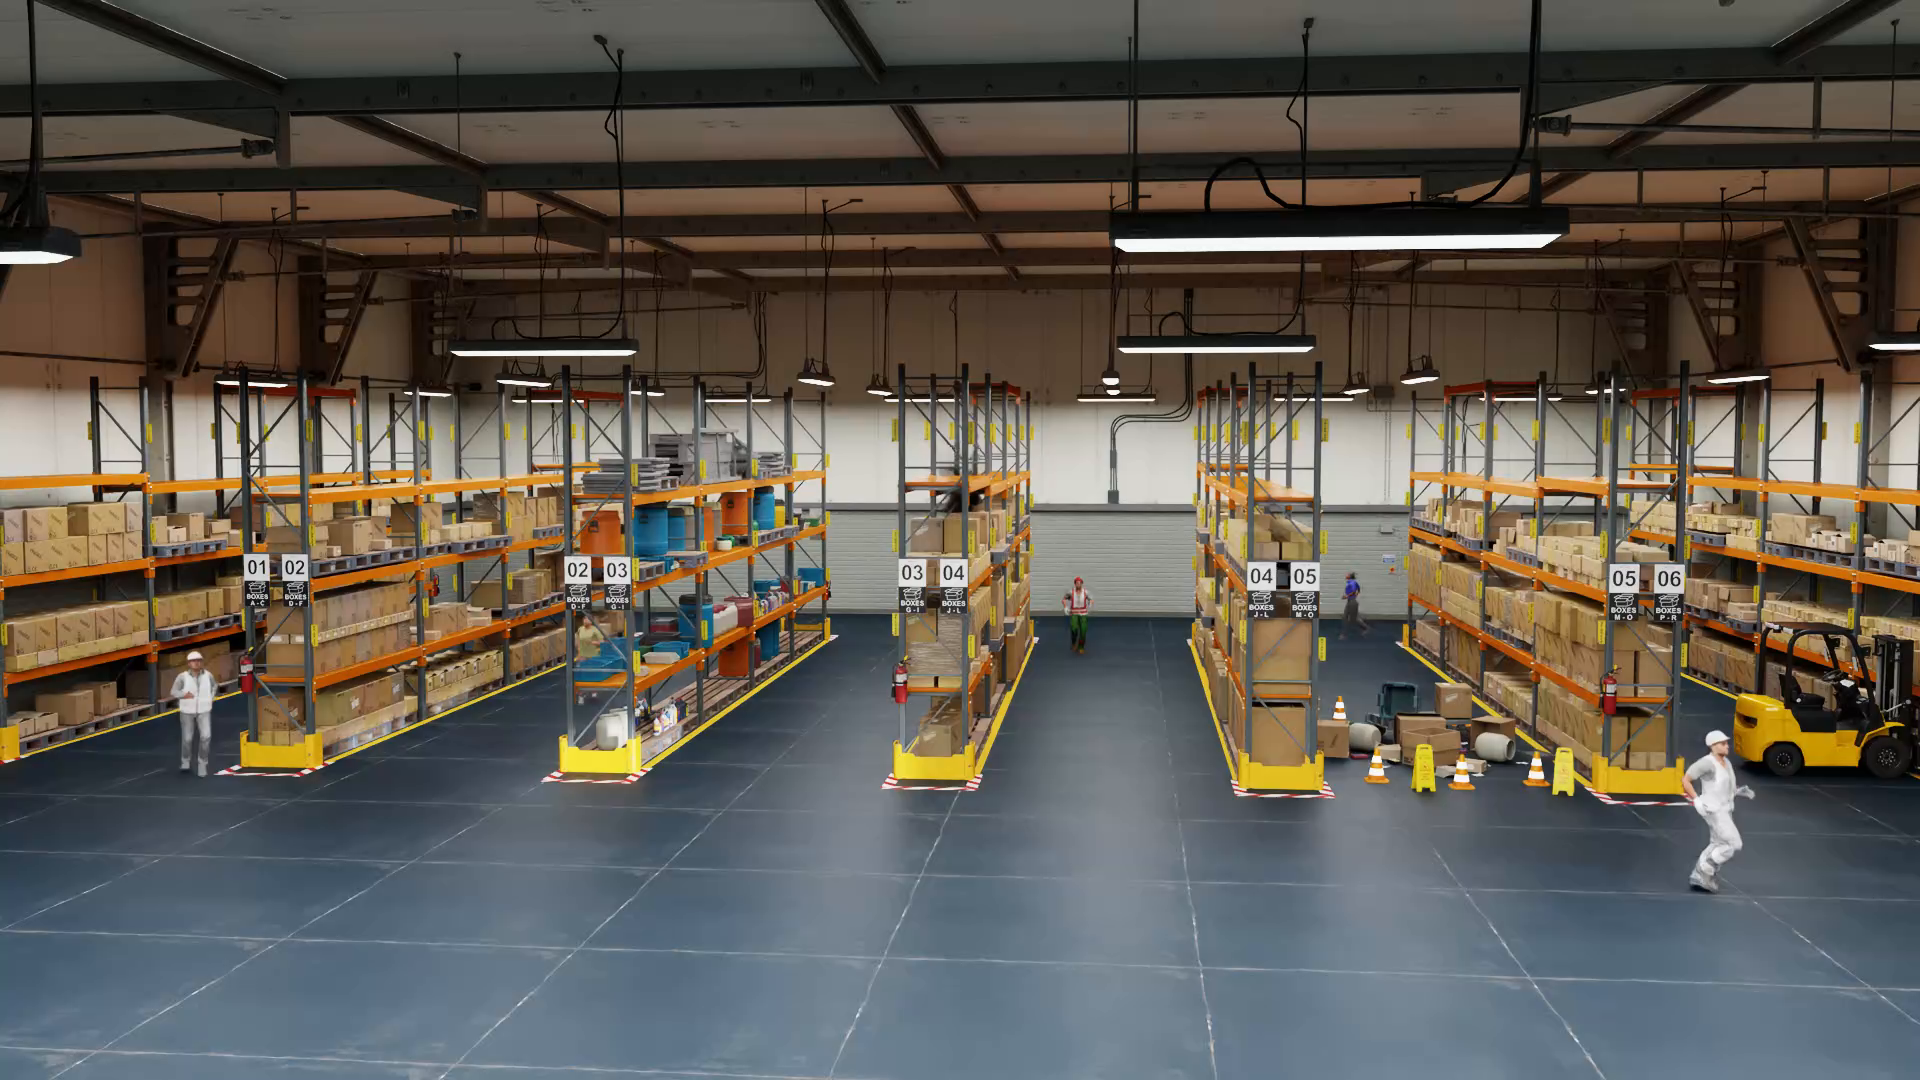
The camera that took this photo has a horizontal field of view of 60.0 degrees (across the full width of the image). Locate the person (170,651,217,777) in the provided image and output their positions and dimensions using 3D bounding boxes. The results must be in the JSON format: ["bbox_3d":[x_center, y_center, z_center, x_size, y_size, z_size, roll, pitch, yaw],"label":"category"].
[{"bbox_3d":[-11.242,2.557,24.452,0.656,1.839,0.686,-2,4,-31],"label":"person"}]

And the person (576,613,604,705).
[{"bbox_3d":[-6.873,2.202,30.932,0.556,1.702,0.787,0,4,4],"label":"person"}]

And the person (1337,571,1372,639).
[{"bbox_3d":[9.590,1.593,40.388,0.820,1.690,0.584,1,4,11],"label":"person"}]

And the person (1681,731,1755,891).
[{"bbox_3d":[8.258,2.946,18.038,0.641,1.744,0.649,-3,5,-42],"label":"person"}]

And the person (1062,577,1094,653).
[{"bbox_3d":[2.700,1.714,37.674,0.708,1.748,0.643,0,4,-2],"label":"person"}]
